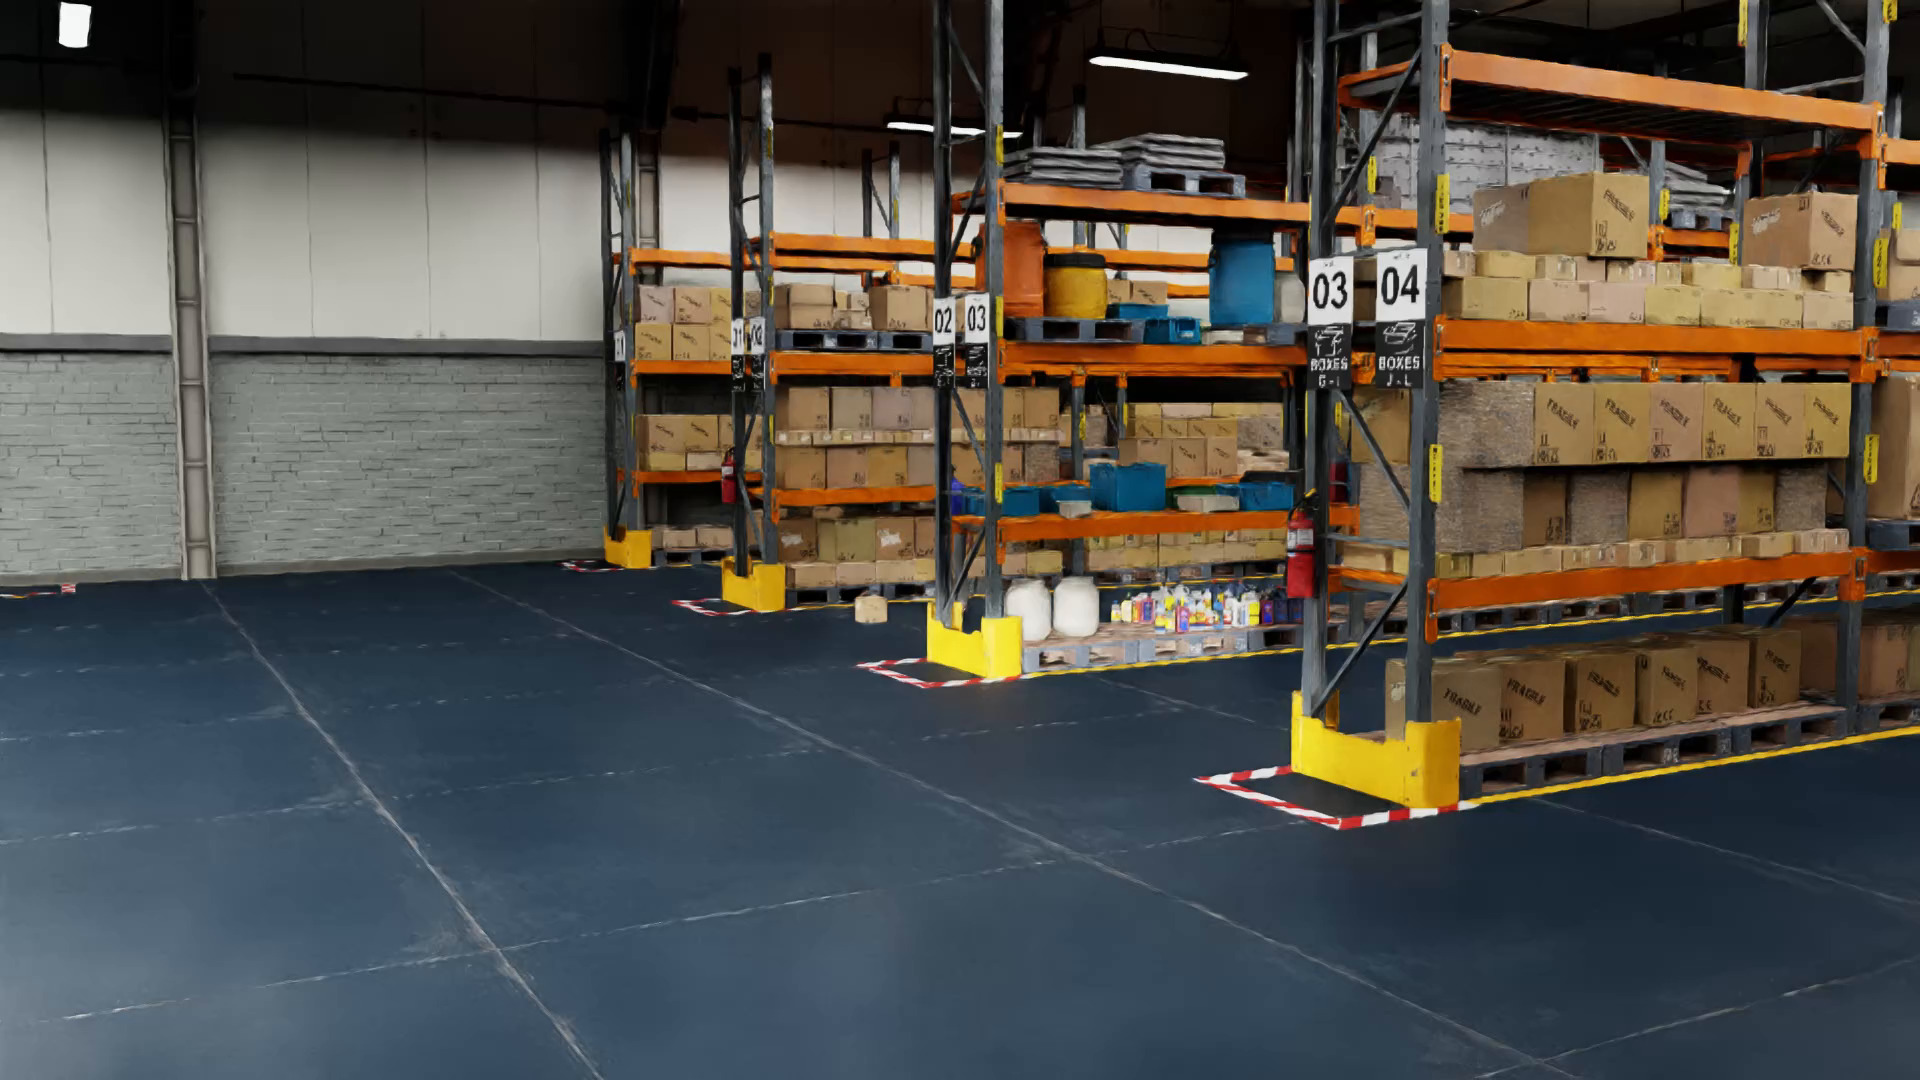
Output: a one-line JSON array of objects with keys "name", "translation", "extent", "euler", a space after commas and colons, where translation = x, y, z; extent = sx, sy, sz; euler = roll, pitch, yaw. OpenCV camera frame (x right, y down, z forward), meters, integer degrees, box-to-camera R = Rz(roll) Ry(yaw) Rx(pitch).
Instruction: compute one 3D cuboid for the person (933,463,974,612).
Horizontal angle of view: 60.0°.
[{"name": "person", "translation": [-0.114, -0.045, 17.891], "extent": [0.439, 1.646, 0.673], "euler": [-4, 7, -39]}]
